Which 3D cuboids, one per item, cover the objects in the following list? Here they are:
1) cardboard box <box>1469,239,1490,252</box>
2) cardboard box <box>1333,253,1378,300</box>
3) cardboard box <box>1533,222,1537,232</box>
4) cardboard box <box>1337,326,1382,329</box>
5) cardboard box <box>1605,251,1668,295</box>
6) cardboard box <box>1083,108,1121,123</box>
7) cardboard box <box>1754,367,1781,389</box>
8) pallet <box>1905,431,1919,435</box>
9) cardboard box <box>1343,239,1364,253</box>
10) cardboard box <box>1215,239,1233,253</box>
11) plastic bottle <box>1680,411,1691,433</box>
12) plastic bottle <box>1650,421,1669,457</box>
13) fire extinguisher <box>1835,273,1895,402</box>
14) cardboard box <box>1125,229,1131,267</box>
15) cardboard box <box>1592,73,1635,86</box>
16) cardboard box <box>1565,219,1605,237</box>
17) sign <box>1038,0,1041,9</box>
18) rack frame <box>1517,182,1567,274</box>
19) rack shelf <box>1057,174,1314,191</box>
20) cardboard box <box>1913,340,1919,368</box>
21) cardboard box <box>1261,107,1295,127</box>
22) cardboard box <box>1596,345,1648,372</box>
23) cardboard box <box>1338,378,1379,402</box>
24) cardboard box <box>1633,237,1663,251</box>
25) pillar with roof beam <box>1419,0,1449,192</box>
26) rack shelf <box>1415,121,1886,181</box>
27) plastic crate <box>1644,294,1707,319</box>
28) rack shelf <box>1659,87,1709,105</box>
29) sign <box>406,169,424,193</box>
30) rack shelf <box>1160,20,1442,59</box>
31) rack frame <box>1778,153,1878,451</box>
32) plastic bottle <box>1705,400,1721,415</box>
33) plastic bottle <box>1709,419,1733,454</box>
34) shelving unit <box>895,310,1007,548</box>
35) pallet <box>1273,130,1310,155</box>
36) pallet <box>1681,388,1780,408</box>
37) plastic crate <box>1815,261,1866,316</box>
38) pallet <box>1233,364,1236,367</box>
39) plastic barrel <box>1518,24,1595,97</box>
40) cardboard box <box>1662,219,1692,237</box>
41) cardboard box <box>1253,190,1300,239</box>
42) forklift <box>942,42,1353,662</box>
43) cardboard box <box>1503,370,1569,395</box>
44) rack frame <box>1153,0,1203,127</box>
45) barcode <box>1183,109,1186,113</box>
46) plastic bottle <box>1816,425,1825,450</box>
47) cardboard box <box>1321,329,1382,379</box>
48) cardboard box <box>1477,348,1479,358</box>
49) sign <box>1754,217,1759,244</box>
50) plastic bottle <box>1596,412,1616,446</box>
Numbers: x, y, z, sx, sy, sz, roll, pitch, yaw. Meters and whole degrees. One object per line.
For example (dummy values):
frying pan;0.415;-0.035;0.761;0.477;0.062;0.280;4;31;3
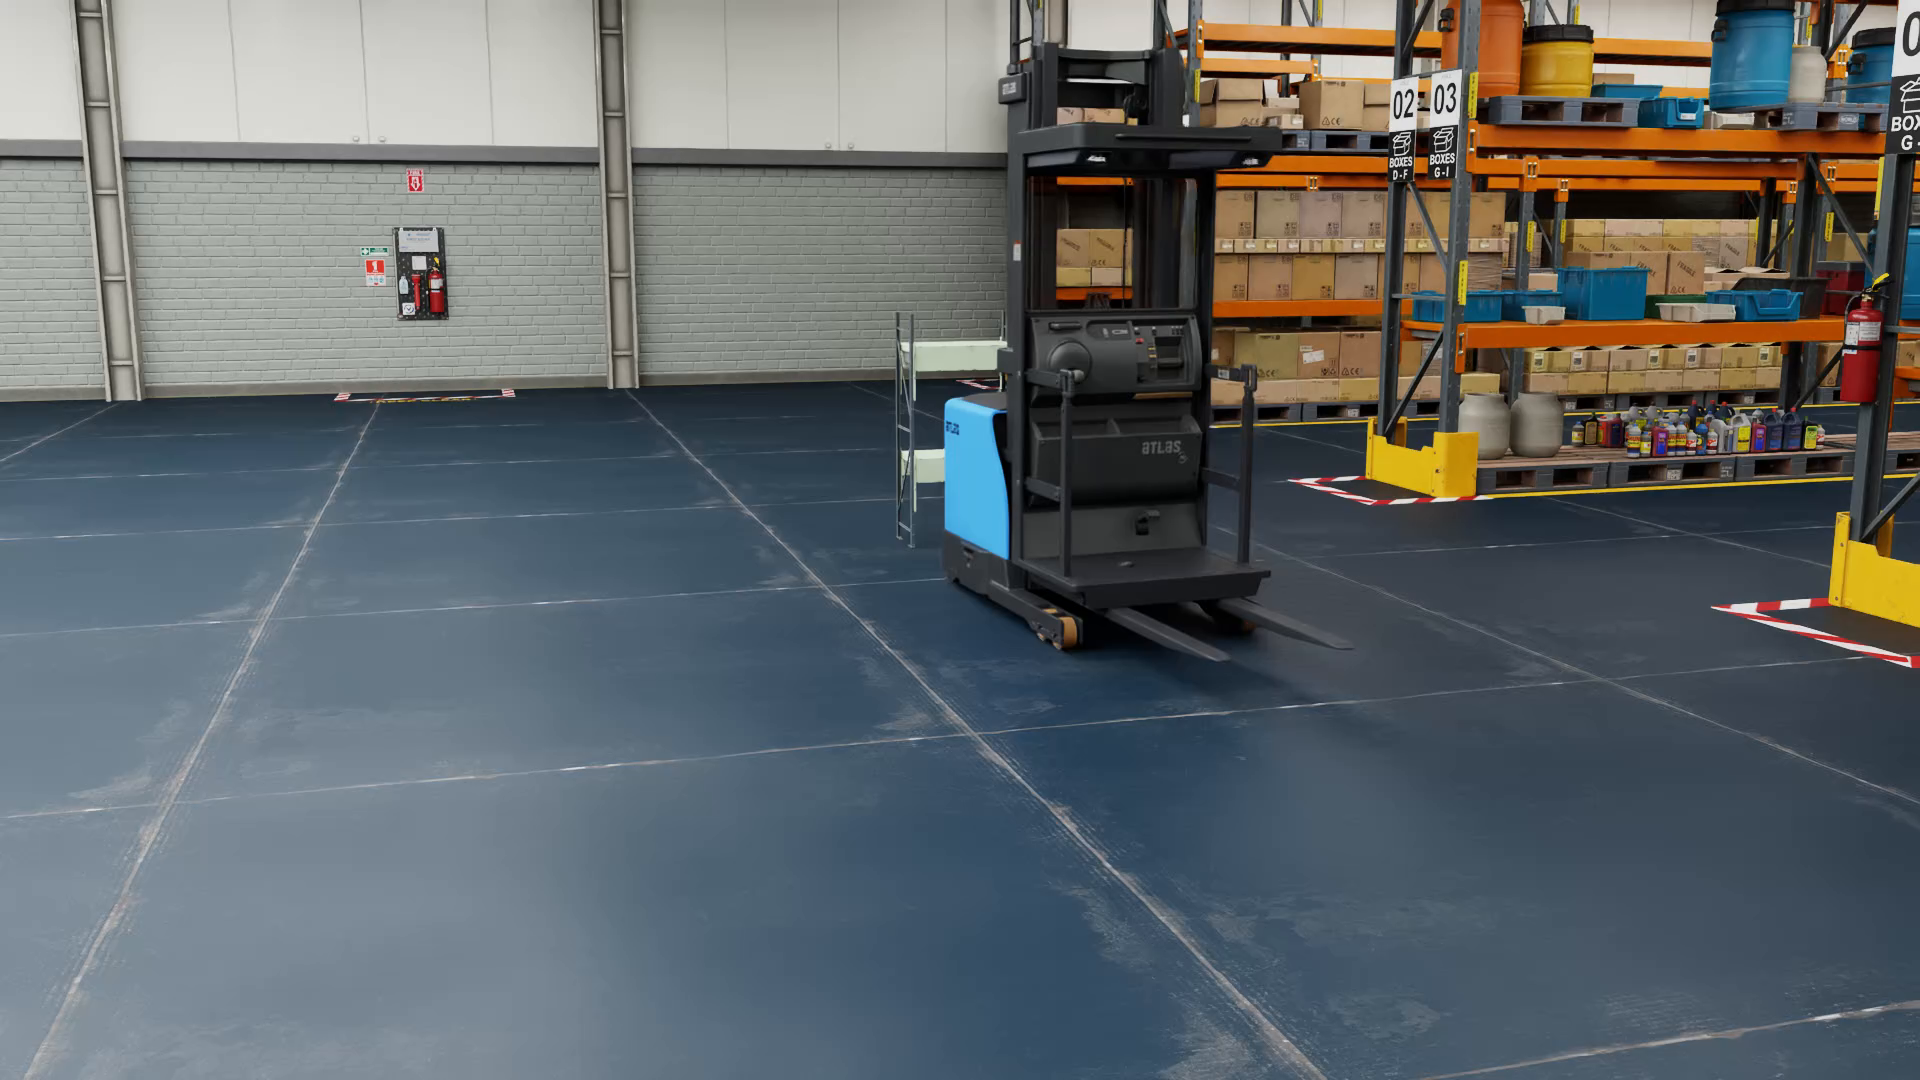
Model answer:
cardboard box;5.655;-3.265;18.428;0.250;0.149;0.380;-3;11;-17
cardboard box;4.191;-2.907;18.275;0.500;0.500;0.700;-3;11;-14
cardboard box;8.224;-4.585;24.385;0.250;0.149;0.380;-5;11;-23
cardboard box;4.602;-2.163;18.875;0.500;0.500;0.500;-3;11;-16
cardboard box;7.823;-3.097;19.308;0.500;0.500;0.500;-3;11;-16
cardboard box;1.799;-5.638;22.010;0.500;0.500;0.500;-3;11;-17
cardboard box;9.498;-1.947;19.775;0.500;0.250;0.500;-3;11;-15
pallet;9.392;-0.836;15.005;1.213;0.211;1.003;-3;11;-16
cardboard box;4.167;-3.186;17.998;0.250;0.149;0.380;-3;11;-15
cardboard box;2.691;-3.108;17.576;0.250;0.149;0.380;-3;11;-16
plastic bottle;6.272;-0.981;14.410;0.097;0.271;0.097;0;10;0
plastic bottle;5.685;-0.822;13.516;0.133;0.283;0.061;-3;11;-15
fire extinguisher;4.780;-1.071;8.795;0.183;0.674;0.296;-3;11;-16
cardboard box;2.383;-3.943;22.470;0.500;0.500;0.500;-3;11;-18
cardboard box;7.238;-4.994;18.786;0.500;0.500;0.500;-2;11;-10
cardboard box;9.082;-4.577;24.399;0.500;0.250;0.500;-3;11;-15
sign;1.017;-6.973;21.269;0.005;0.325;0.100;-3;11;-16
rack frame;8.547;-4.023;24.615;0.127;3.000;1.000;-3;11;-16
rack shelf;2.786;-4.841;22.760;4.000;0.370;1.077;-3;11;-16
cardboard box;5.235;-0.962;8.680;0.250;0.149;0.380;-3;11;-16
cardboard box;3.286;-4.538;17.996;0.500;0.250;0.500;-3;11;-16
cardboard box;7.540;-2.118;19.154;0.500;0.311;0.500;-3;11;-18
cardboard box;4.272;-1.676;18.299;0.500;0.250;0.500;-3;11;-16
cardboard box;10.067;-4.258;24.740;0.500;0.500;0.500;-3;11;-16
pillar with roof beam;8.260;-6.310;20.466;0.400;9.000;9.100;-3;11;-16
rack shelf;5.555;-3.119;13.405;4.000;0.370;1.077;-3;11;-16
plastic crate;6.093;-1.975;14.073;0.662;0.188;0.450;-3;11;-16
rack shelf;10.467;-6.524;24.723;4.000;0.370;1.077;-3;11;-16
sign;-6.884;-4.539;21.015;0.199;0.298;0.001;-3;11;-16
rack shelf;4.174;-5.259;17.848;4.000;0.370;1.077;-3;11;-16
rack frame;7.475;-2.099;14.161;0.127;3.000;1.000;-3;11;-16
plastic bottle;6.584;-1.043;14.531;0.185;0.351;0.144;-3;11;-14
plastic bottle;6.286;-0.859;13.736;0.135;0.276;0.152;-3;11;-15
shelving unit;-0.006;-0.737;10.909;0.755;1.500;0.431;-3;11;-16
pallet;2.940;-4.220;17.646;1.213;0.211;1.003;-3;11;-16
pallet;9.134;-1.756;20.002;1.213;0.211;1.003;-3;11;-16
plastic crate;7.855;-2.208;14.577;0.583;0.464;0.402;-3;11;-16
pallet;4.071;-2.409;23.550;1.213;0.211;1.003;-3;11;-16
plastic barrel;4.694;-3.750;13.168;0.600;0.588;0.600;0;10;0
cardboard box;10.538;-4.656;24.827;0.500;0.250;0.500;-3;11;-17
cardboard box;3.260;-3.496;17.894;0.500;0.500;0.700;-3;11;-17
forklift;0.882;-0.988;8.318;1.130;2.935;3.031;-4;11;-20
cardboard box;6.551;-1.791;18.927;0.500;0.250;0.500;-3;11;-17
rack frame;2.254;-5.708;17.196;0.127;3.000;1.000;-3;11;-16
barcode;2.409;-4.617;17.954;0.075;0.075;0.001;-3;11;-16
plastic bottle;7.214;-0.866;13.980;0.097;0.201;0.097;0;10;0
cardboard box;4.272;-2.044;18.230;0.500;0.500;0.500;-3;11;-16
cardboard box;7.343;-2.959;24.523;0.500;0.500;0.700;-3;11;-16
sign;9.774;-3.787;20.351;0.005;0.325;0.100;-3;11;-16
plastic bottle;5.525;-0.950;14.230;0.135;0.276;0.152;-3;11;-16
